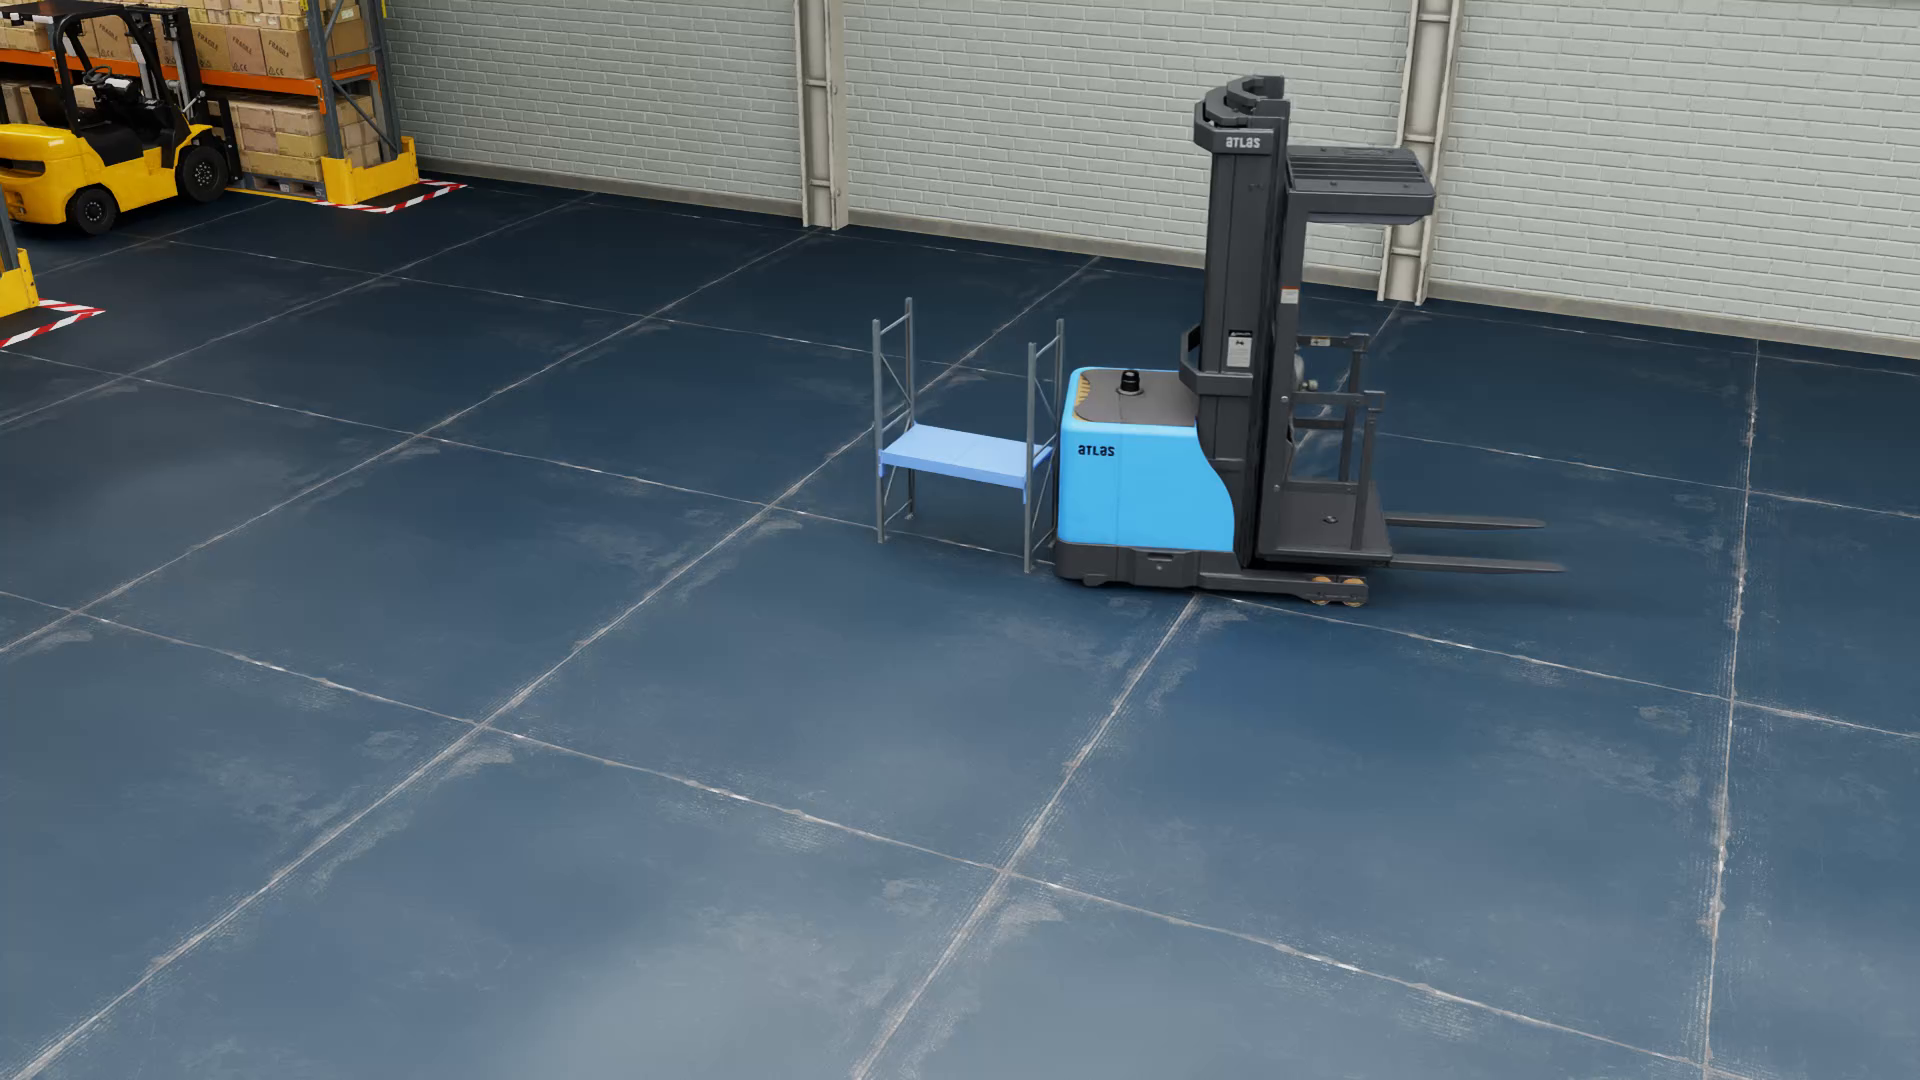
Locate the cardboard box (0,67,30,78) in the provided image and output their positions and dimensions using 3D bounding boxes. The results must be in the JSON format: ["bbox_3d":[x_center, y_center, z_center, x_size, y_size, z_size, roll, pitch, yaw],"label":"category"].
[{"bbox_3d":[-12.116,-5.497,20.732,0.625,0.625,0.875,10,28,20],"label":"cardboard box"}]

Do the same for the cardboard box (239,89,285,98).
[{"bbox_3d":[-7.873,-5.023,19.063,0.500,0.250,0.500,11,28,21],"label":"cardboard box"}]

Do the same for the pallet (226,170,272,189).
[{"bbox_3d":[-8.427,-4.366,19.379,1.213,0.211,1.003,11,28,22],"label":"pallet"}]

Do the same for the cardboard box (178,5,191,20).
[{"bbox_3d":[-8.406,-5.863,18.416,0.250,0.149,0.380,11,28,21],"label":"cardboard box"}]

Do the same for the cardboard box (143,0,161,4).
[{"bbox_3d":[-8.875,-6.090,18.539,0.250,0.149,0.380,11,28,22],"label":"cardboard box"}]

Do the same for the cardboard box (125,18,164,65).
[{"bbox_3d":[-9.010,-5.680,18.777,0.500,0.500,0.500,11,28,21],"label":"cardboard box"}]

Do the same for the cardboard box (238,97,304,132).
[{"bbox_3d":[-7.622,-4.723,18.454,0.500,0.250,0.500,12,29,23],"label":"cardboard box"}]

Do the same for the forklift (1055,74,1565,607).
[{"bbox_3d":[2.138,-1.166,9.800,3.031,2.935,1.130,3,26,7],"label":"forklift"}]

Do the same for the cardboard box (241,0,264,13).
[{"bbox_3d":[-7.507,-5.790,17.930,0.250,0.149,0.380,12,29,23],"label":"cardboard box"}]

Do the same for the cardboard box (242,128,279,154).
[{"bbox_3d":[-7.631,-4.509,18.583,0.500,0.250,0.500,11,28,21],"label":"cardboard box"}]

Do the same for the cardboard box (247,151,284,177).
[{"bbox_3d":[-7.614,-4.279,18.682,0.500,0.250,0.500,11,28,22],"label":"cardboard box"}]

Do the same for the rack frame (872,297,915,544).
[{"bbox_3d":[-0.414,-0.749,10.574,0.032,1.500,0.500,11,28,22],"label":"rack frame"}]

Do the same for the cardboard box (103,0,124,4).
[{"bbox_3d":[-9.388,-6.015,18.724,0.250,0.149,0.380,12,29,23],"label":"cardboard box"}]

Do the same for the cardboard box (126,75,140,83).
[{"bbox_3d":[-9.720,-5.393,19.813,0.500,0.250,0.500,12,29,23],"label":"cardboard box"}]

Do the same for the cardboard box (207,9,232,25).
[{"bbox_3d":[-7.978,-5.743,18.172,0.250,0.149,0.380,10,28,20],"label":"cardboard box"}]

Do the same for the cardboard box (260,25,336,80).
[{"bbox_3d":[-7.163,-5.300,18.005,0.500,0.500,0.500,11,28,21],"label":"cardboard box"}]

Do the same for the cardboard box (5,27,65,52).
[{"bbox_3d":[-10.815,-5.921,19.551,0.500,0.250,0.500,12,29,23],"label":"cardboard box"}]

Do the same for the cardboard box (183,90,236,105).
[{"bbox_3d":[-8.544,-4.907,18.827,0.500,0.250,0.500,11,28,21],"label":"cardboard box"}]

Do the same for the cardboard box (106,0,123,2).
[{"bbox_3d":[-9.377,-6.150,18.662,0.250,0.149,0.380,12,29,23],"label":"cardboard box"}]

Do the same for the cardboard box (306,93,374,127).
[{"bbox_3d":[-6.966,-4.838,18.685,0.500,0.250,0.500,11,28,21],"label":"cardboard box"}]

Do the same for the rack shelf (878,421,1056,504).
[{"bbox_3d":[0.050,-0.496,10.467,1.000,0.185,0.538,11,28,22],"label":"rack shelf"}]

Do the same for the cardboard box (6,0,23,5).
[{"bbox_3d":[-10.893,-6.351,19.405,0.250,0.149,0.380,11,28,21],"label":"cardboard box"}]

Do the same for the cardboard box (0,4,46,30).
[{"bbox_3d":[-10.801,-6.146,19.440,0.500,0.250,0.500,11,28,21],"label":"cardboard box"}]

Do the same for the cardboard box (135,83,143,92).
[{"bbox_3d":[-9.476,-5.093,19.204,0.500,0.250,0.500,11,28,22],"label":"cardboard box"}]

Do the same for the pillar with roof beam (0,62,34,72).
[{"bbox_3d":[-14.111,-7.818,16.441,0.400,9.000,9.100,11,28,22],"label":"pillar with roof beam"}]

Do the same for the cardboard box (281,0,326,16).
[{"bbox_3d":[-7.020,-5.720,17.788,0.250,0.149,0.380,11,28,22],"label":"cardboard box"}]

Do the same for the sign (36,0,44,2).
[{"bbox_3d":[-10.464,-6.266,18.859,0.005,0.325,0.100,11,28,22],"label":"sign"}]

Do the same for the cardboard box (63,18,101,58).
[{"bbox_3d":[-9.952,-5.860,19.144,0.500,0.500,0.500,11,28,20],"label":"cardboard box"}]

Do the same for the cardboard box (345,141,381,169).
[{"bbox_3d":[-6.973,-4.394,18.915,0.500,0.250,0.500,11,28,22],"label":"cardboard box"}]

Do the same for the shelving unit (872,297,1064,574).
[{"bbox_3d":[0.050,-0.658,10.388,1.048,1.500,0.538,11,28,22],"label":"shelving unit"}]

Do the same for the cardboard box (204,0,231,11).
[{"bbox_3d":[-7.986,-5.868,18.089,0.250,0.149,0.380,12,29,23],"label":"cardboard box"}]

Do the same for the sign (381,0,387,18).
[{"bbox_3d":[-6.372,-5.916,18.301,0.005,0.325,0.100,11,28,22],"label":"sign"}]

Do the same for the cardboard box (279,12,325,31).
[{"bbox_3d":[-7.038,-5.557,17.793,0.250,0.149,0.380,12,29,23],"label":"cardboard box"}]

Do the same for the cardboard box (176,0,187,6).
[{"bbox_3d":[-8.419,-5.998,18.353,0.250,0.149,0.380,12,29,23],"label":"cardboard box"}]

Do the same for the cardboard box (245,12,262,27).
[{"bbox_3d":[-7.494,-5.664,18.010,0.250,0.149,0.380,12,29,23],"label":"cardboard box"}]

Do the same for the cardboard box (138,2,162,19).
[{"bbox_3d":[-8.913,-5.928,18.547,0.250,0.149,0.380,10,28,20],"label":"cardboard box"}]

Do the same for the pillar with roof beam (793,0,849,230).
[{"bbox_3d":[-3.188,-5.623,11.984,0.400,9.000,9.100,11,28,22],"label":"pillar with roof beam"}]

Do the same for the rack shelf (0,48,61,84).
[{"bbox_3d":[-12.069,-6.045,20.446,4.000,0.370,1.077,11,28,22],"label":"rack shelf"}]

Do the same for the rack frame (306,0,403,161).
[{"bbox_3d":[-6.607,-5.270,18.059,0.127,3.000,1.000,11,28,22],"label":"rack frame"}]

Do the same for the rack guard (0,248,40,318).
[{"bbox_3d":[-8.727,-2.166,14.584,0.348,0.500,1.175,11,28,22],"label":"rack guard"}]

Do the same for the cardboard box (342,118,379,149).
[{"bbox_3d":[-6.949,-4.619,18.807,0.500,0.250,0.500,12,29,23],"label":"cardboard box"}]

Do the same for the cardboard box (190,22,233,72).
[{"bbox_3d":[-8.099,-5.492,18.395,0.500,0.500,0.500,11,28,21],"label":"cardboard box"}]

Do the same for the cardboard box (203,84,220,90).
[{"bbox_3d":[-8.798,-5.208,19.438,0.500,0.250,0.500,12,28,22],"label":"cardboard box"}]

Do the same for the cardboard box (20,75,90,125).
[{"bbox_3d":[-10.728,-5.216,20.161,0.625,0.625,0.875,13,29,24],"label":"cardboard box"}]

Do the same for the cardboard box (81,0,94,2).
[{"bbox_3d":[-9.830,-6.127,18.951,0.250,0.149,0.380,12,29,23],"label":"cardboard box"}]
